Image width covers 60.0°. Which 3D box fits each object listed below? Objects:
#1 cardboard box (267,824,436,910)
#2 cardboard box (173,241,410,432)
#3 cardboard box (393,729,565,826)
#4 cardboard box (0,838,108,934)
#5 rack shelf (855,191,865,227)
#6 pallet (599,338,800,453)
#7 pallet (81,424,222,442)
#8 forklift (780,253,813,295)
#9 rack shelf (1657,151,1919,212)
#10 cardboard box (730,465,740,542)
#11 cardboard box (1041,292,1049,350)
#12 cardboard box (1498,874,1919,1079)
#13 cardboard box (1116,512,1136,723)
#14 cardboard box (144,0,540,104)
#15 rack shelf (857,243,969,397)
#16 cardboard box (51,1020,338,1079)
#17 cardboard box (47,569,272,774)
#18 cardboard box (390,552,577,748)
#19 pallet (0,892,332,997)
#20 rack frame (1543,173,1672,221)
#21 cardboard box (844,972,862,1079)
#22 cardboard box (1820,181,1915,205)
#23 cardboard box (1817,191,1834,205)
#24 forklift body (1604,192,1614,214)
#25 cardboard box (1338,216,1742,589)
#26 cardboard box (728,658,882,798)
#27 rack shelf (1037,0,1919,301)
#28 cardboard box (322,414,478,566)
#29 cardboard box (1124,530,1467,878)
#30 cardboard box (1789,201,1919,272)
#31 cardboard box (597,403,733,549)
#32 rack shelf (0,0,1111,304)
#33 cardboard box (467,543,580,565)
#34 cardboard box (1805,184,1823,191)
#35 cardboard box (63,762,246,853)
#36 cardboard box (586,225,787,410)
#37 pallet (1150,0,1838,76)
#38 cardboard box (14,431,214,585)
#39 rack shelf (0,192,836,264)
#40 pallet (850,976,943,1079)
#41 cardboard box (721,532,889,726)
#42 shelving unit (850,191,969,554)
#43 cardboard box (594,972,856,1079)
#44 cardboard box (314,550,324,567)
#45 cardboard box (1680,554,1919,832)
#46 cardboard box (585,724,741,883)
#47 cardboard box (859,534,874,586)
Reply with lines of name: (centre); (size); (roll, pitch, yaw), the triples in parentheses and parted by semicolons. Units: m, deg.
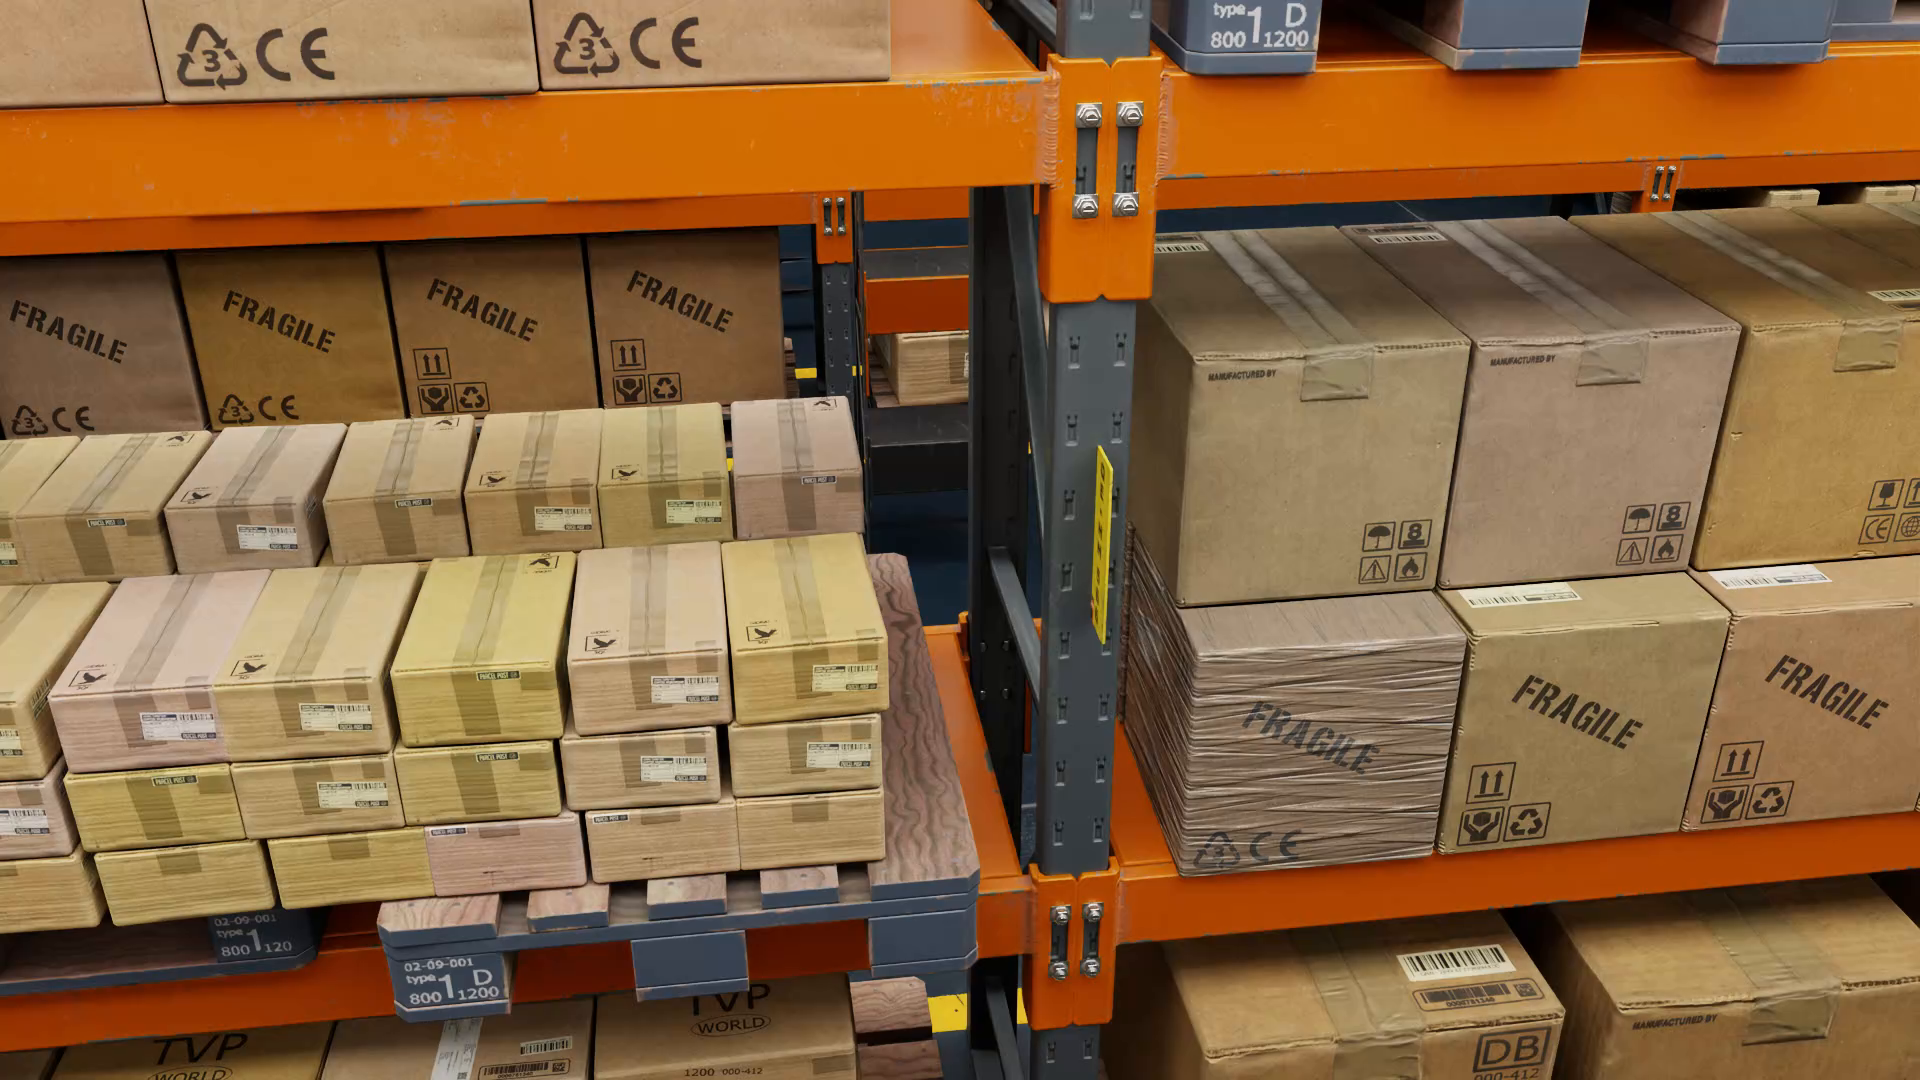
cardboard box: (-1.023, 0.455, 2.893); (0.250, 0.149, 0.380); (-4, 27, -8)
cardboard box: (-3.105, -1.110, 7.995); (0.875, 0.875, 0.875); (-3, 27, -6)
cardboard box: (-0.801, 0.311, 2.848); (0.250, 0.149, 0.380); (-3, 27, -6)
cardboard box: (-1.546, 0.488, 2.828); (0.250, 0.149, 0.380); (-3, 27, -6)
rack shelf: (-0.164, -1.534, 6.437); (0.480, 0.518, 0.431); (-4, 27, -7)
pallet: (-1.431, -0.730, 8.441); (1.213, 0.211, 1.003); (-4, 27, -7)
pallet: (-3.848, -0.574, 8.138); (1.213, 0.211, 1.003); (-4, 27, -7)
forklift: (-2.393, -2.604, 9.114); (3.031, 2.935, 1.130); (-4, 27, -7)
rack shelf: (5.301, -2.048, 8.743); (4.000, 0.370, 1.077); (-4, 27, -7)
cardboard box: (-0.357, -0.022, 3.497); (0.250, 0.149, 0.380); (-2, 27, -5)
cardboard box: (0.650, -1.086, 8.499); (0.625, 0.372, 0.950); (-4, 27, -8)
cardboard box: (1.630, 1.004, 4.012); (0.750, 0.750, 1.050); (-3, 27, -6)
cardboard box: (0.558, 0.050, 3.756); (0.500, 0.500, 0.500); (-4, 27, -7)
cardboard box: (-0.874, -0.945, 2.411); (0.500, 0.500, 0.500); (-4, 27, -7)
rack shelf: (-0.164, -0.912, 6.756); (0.480, 0.518, 0.431); (-4, 27, -7)
cardboard box: (-1.495, 1.061, 3.353); (0.500, 0.250, 0.500); (-3, 27, -6)
cardboard box: (-1.284, 0.207, 2.725); (0.250, 0.149, 0.380); (-4, 27, -7)
cardboard box: (-0.780, 0.175, 2.786); (0.250, 0.149, 0.380); (-3, 27, -6)
pallet: (-1.805, 0.475, 3.249); (1.213, 0.211, 1.003); (-4, 27, -7)
rack frame: (3.321, -2.241, 8.331); (0.127, 3.000, 1.000); (-4, 27, -7)
cardboard box: (-0.466, 1.330, 3.650); (0.500, 0.500, 0.500); (-4, 27, -7)
cardboard box: (4.583, -1.756, 8.407); (0.250, 0.149, 0.380); (-3, 27, -5)
cardboard box: (4.471, -1.493, 8.604); (0.500, 0.500, 0.500); (-3, 27, -5)
forklift body: (4.963, -3.416, 11.551); (1.214, 2.155, 2.313); (-4, 27, -7)
cardboard box: (1.096, -0.301, 3.346); (0.500, 0.500, 0.700); (-4, 27, -8)
cardboard box: (-0.276, 0.275, 2.918); (0.250, 0.149, 0.380); (-3, 27, -6)
rack shelf: (2.130, -0.897, 3.214); (4.000, 0.370, 1.077); (-4, 27, -7)
cardboard box: (-1.107, -0.104, 3.331); (0.250, 0.149, 0.380); (-5, 28, -9)
cardboard box: (0.632, 0.294, 3.282); (0.500, 0.500, 0.500); (-3, 27, -7)
cardboard box: (2.110, -0.367, 3.476); (0.500, 0.500, 0.700); (-4, 27, -8)
cardboard box: (-0.601, -0.135, 3.390); (0.250, 0.149, 0.380); (-4, 27, -9)
rack shelf: (-1.831, -0.642, 2.718); (4.000, 0.370, 1.077); (-4, 27, -7)
cardboard box: (-0.889, 0.014, 3.426); (0.250, 0.149, 0.380); (-5, 28, -9)
cardboard box: (4.373, -1.730, 9.066); (0.500, 0.500, 0.500); (-3, 27, -6)
cardboard box: (-1.295, 0.341, 2.789); (0.250, 0.149, 0.380); (-4, 27, -7)
cardboard box: (-1.336, -1.221, 8.212); (0.875, 0.875, 0.875); (-4, 27, -8)
pallet: (0.780, -1.070, 2.972); (1.003, 0.211, 1.213); (-2, 27, -5)
cardboard box: (-1.636, -0.069, 3.262); (0.250, 0.149, 0.380); (-3, 27, -6)
rack shelf: (-2.621, -1.539, 7.752); (4.000, 0.370, 1.077); (-4, 27, -7)
pallet: (-0.625, 1.535, 4.028); (1.213, 0.211, 1.003); (-4, 27, -7)
cardboard box: (-0.272, 0.144, 2.848); (0.250, 0.149, 0.380); (-5, 28, -9)
shelving unit: (-0.164, -0.924, 6.750); (0.503, 2.100, 0.431); (-4, 27, -7)
cardboard box: (-0.491, 0.999, 3.475); (0.500, 0.250, 0.500); (-4, 27, -8)
cardboard box: (-1.386, 0.046, 3.364); (0.250, 0.149, 0.380); (-4, 27, -7)
cardboard box: (1.634, 0.229, 3.409); (0.500, 0.500, 0.500); (-4, 27, -7)
cardboard box: (-0.521, 0.424, 2.953); (0.250, 0.149, 0.380); (-4, 27, -7)
cardboard box: (-0.322, 0.107, 3.571); (0.250, 0.149, 0.380); (-4, 27, -8)
